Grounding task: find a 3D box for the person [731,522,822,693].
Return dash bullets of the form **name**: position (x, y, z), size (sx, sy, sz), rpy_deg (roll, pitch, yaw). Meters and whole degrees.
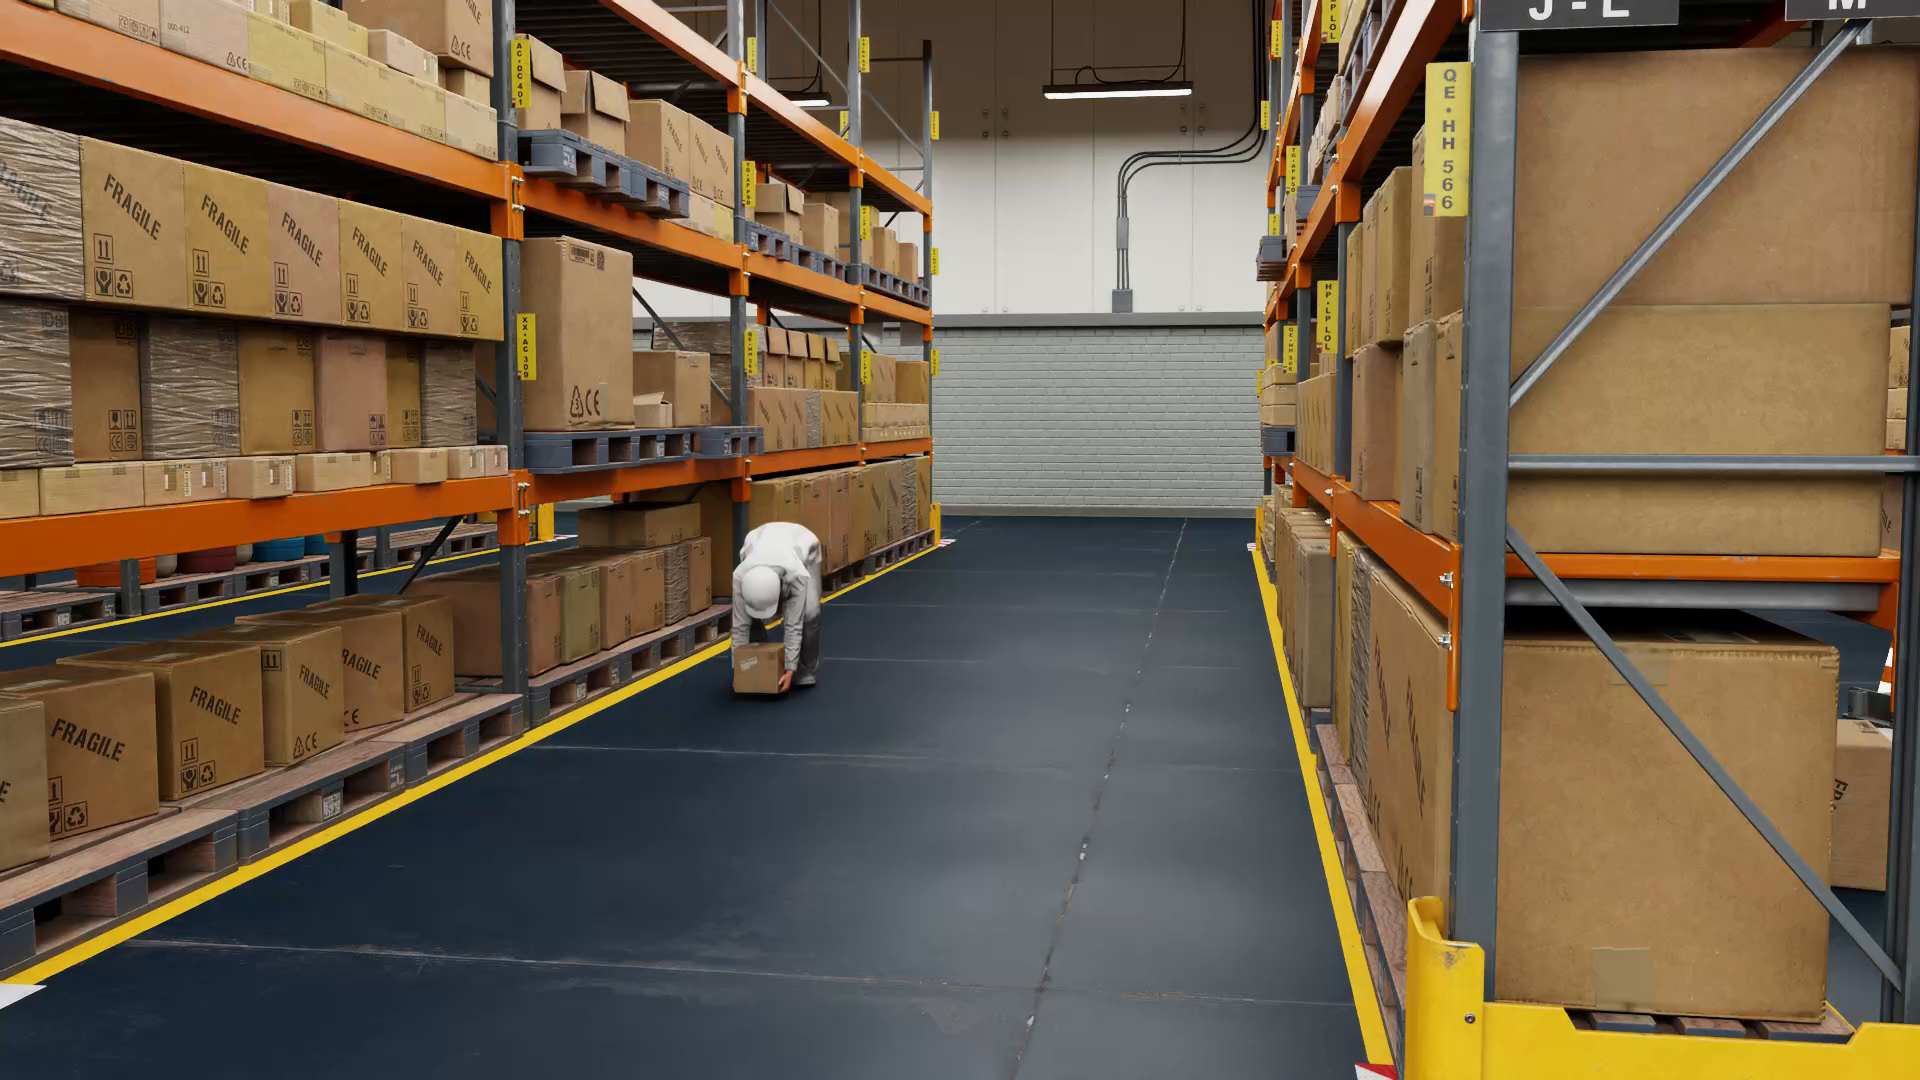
- **person**: position (-1.070, 0.391, 9.665), size (0.513, 0.960, 0.996), rpy_deg (0, 4, 6)
